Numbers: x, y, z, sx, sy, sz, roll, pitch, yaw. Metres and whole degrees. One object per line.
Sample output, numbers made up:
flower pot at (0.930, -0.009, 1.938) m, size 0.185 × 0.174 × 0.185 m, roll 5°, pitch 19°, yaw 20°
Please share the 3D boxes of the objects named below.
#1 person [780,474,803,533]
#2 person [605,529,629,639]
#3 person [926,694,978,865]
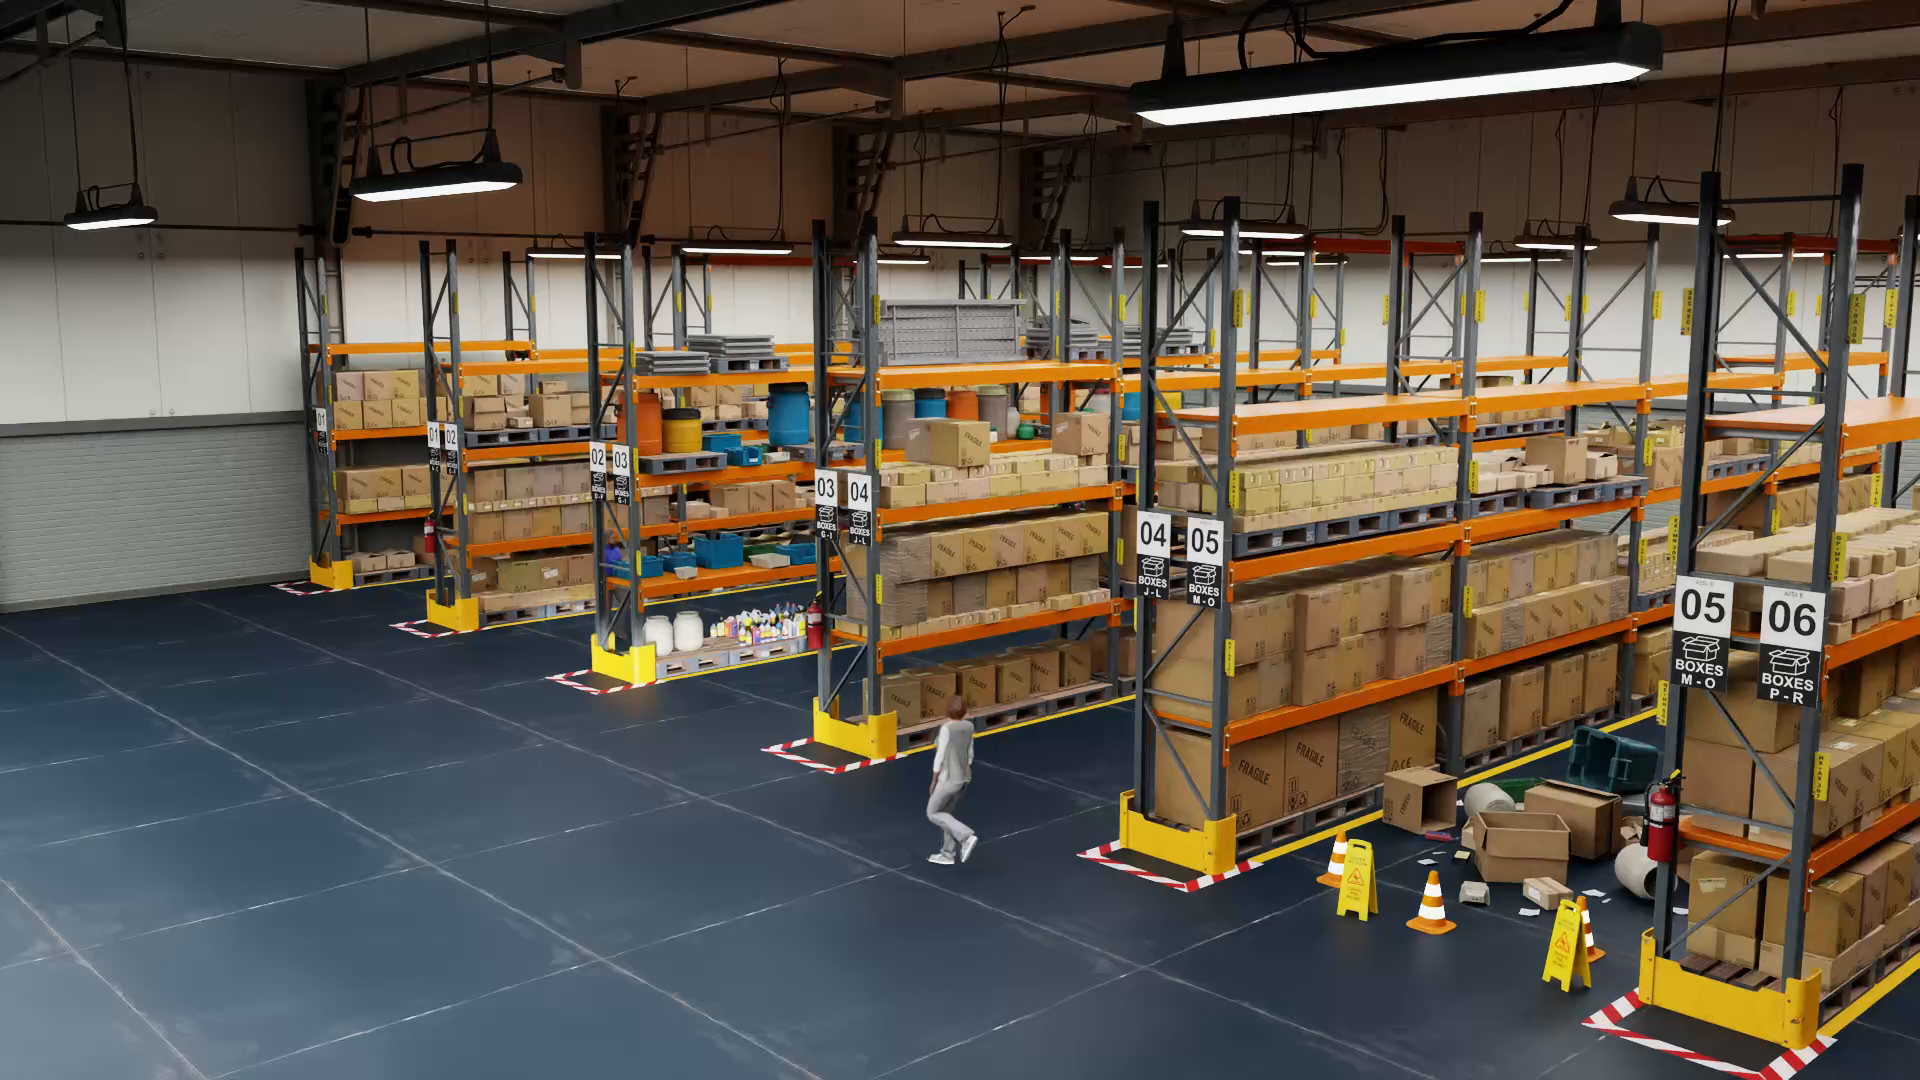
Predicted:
person at (-3.324, -0.530, 33.247) m, size 0.707 × 1.644 × 0.442 m, roll -8°, pitch 12°, yaw -44°
person at (-5.271, 0.697, 25.128) m, size 0.464 × 1.720 × 0.357 m, roll -7°, pitch 11°, yaw -41°
person at (-0.047, 2.198, 15.103) m, size 0.528 × 1.578 × 0.401 m, roll 4°, pitch 9°, yaw 23°
